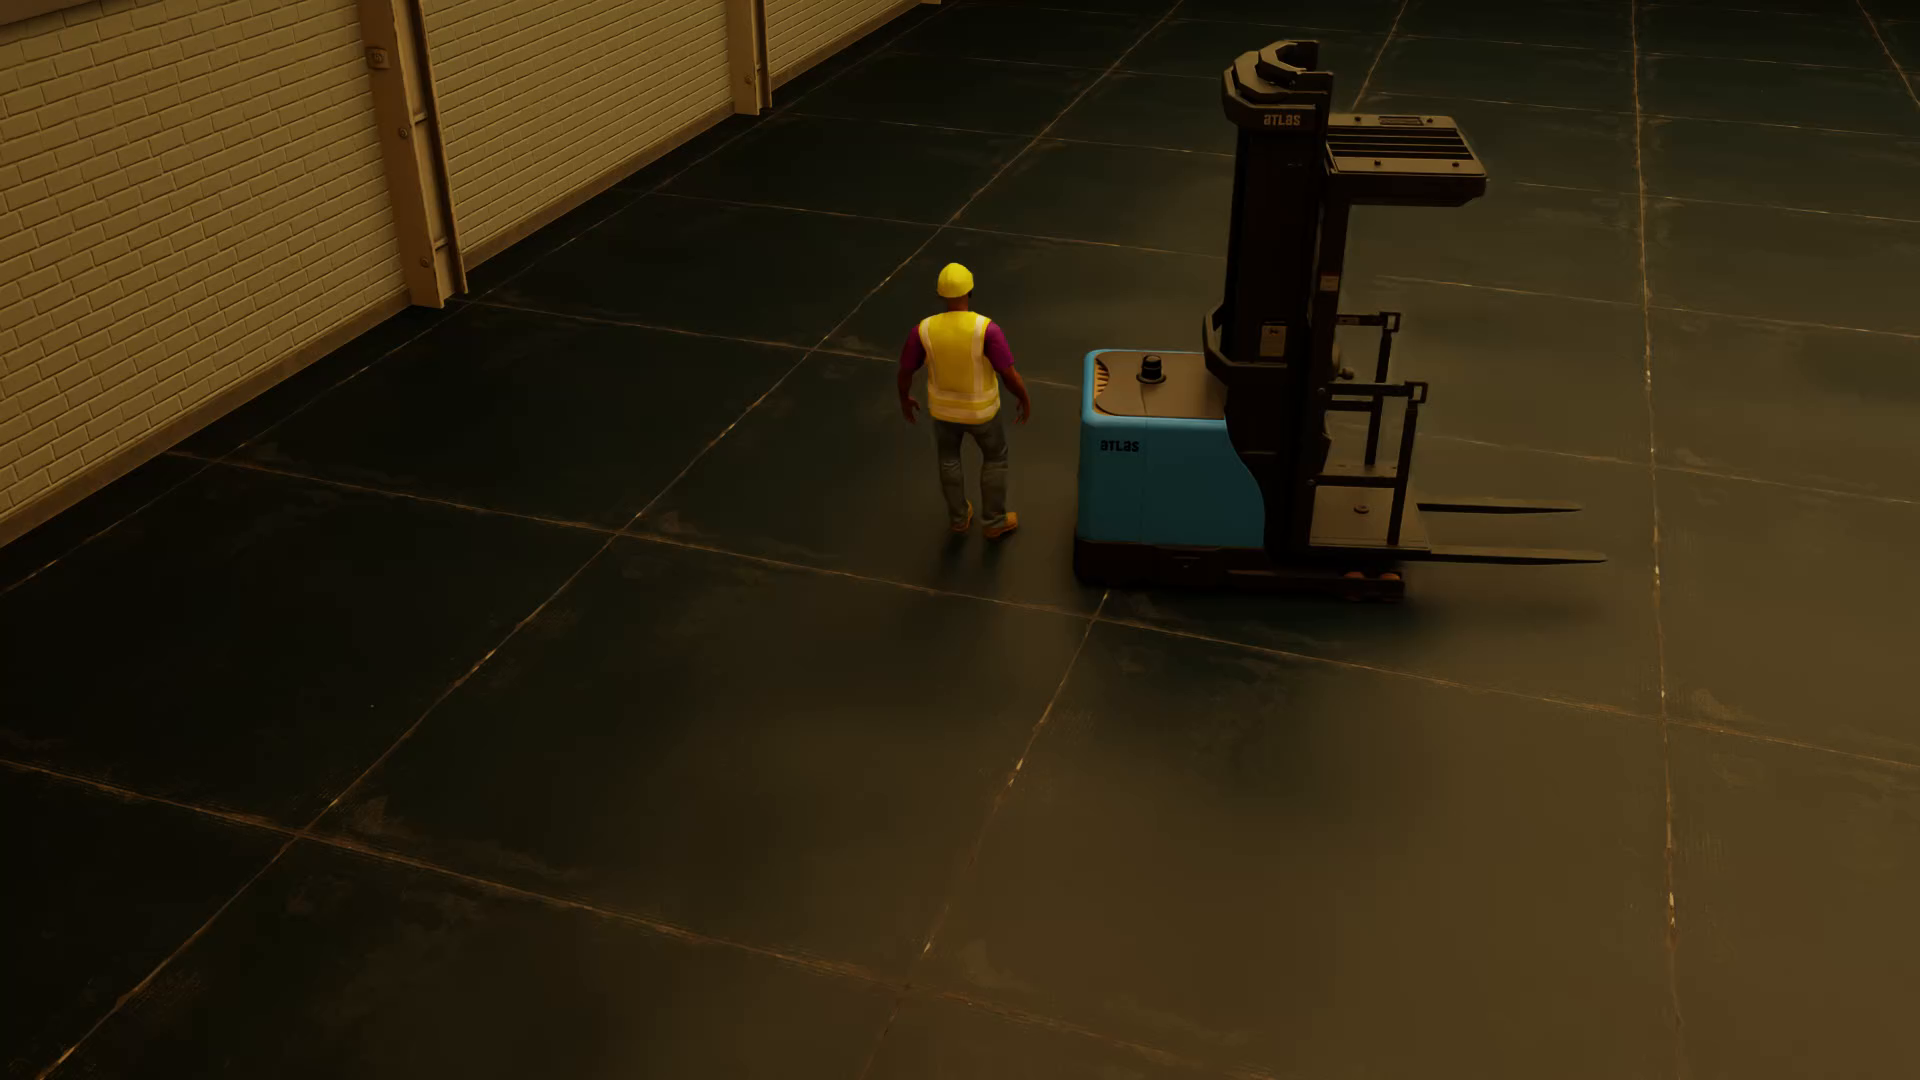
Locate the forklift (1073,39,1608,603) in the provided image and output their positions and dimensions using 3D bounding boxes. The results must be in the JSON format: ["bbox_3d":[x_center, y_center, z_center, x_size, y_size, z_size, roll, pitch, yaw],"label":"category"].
[{"bbox_3d":[2.202,-1.192,9.228,3.031,2.935,1.130,2,30,4],"label":"forklift"}]

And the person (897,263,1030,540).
[{"bbox_3d":[0.045,-0.811,9.786,0.770,1.743,0.520,8,31,13],"label":"person"}]
